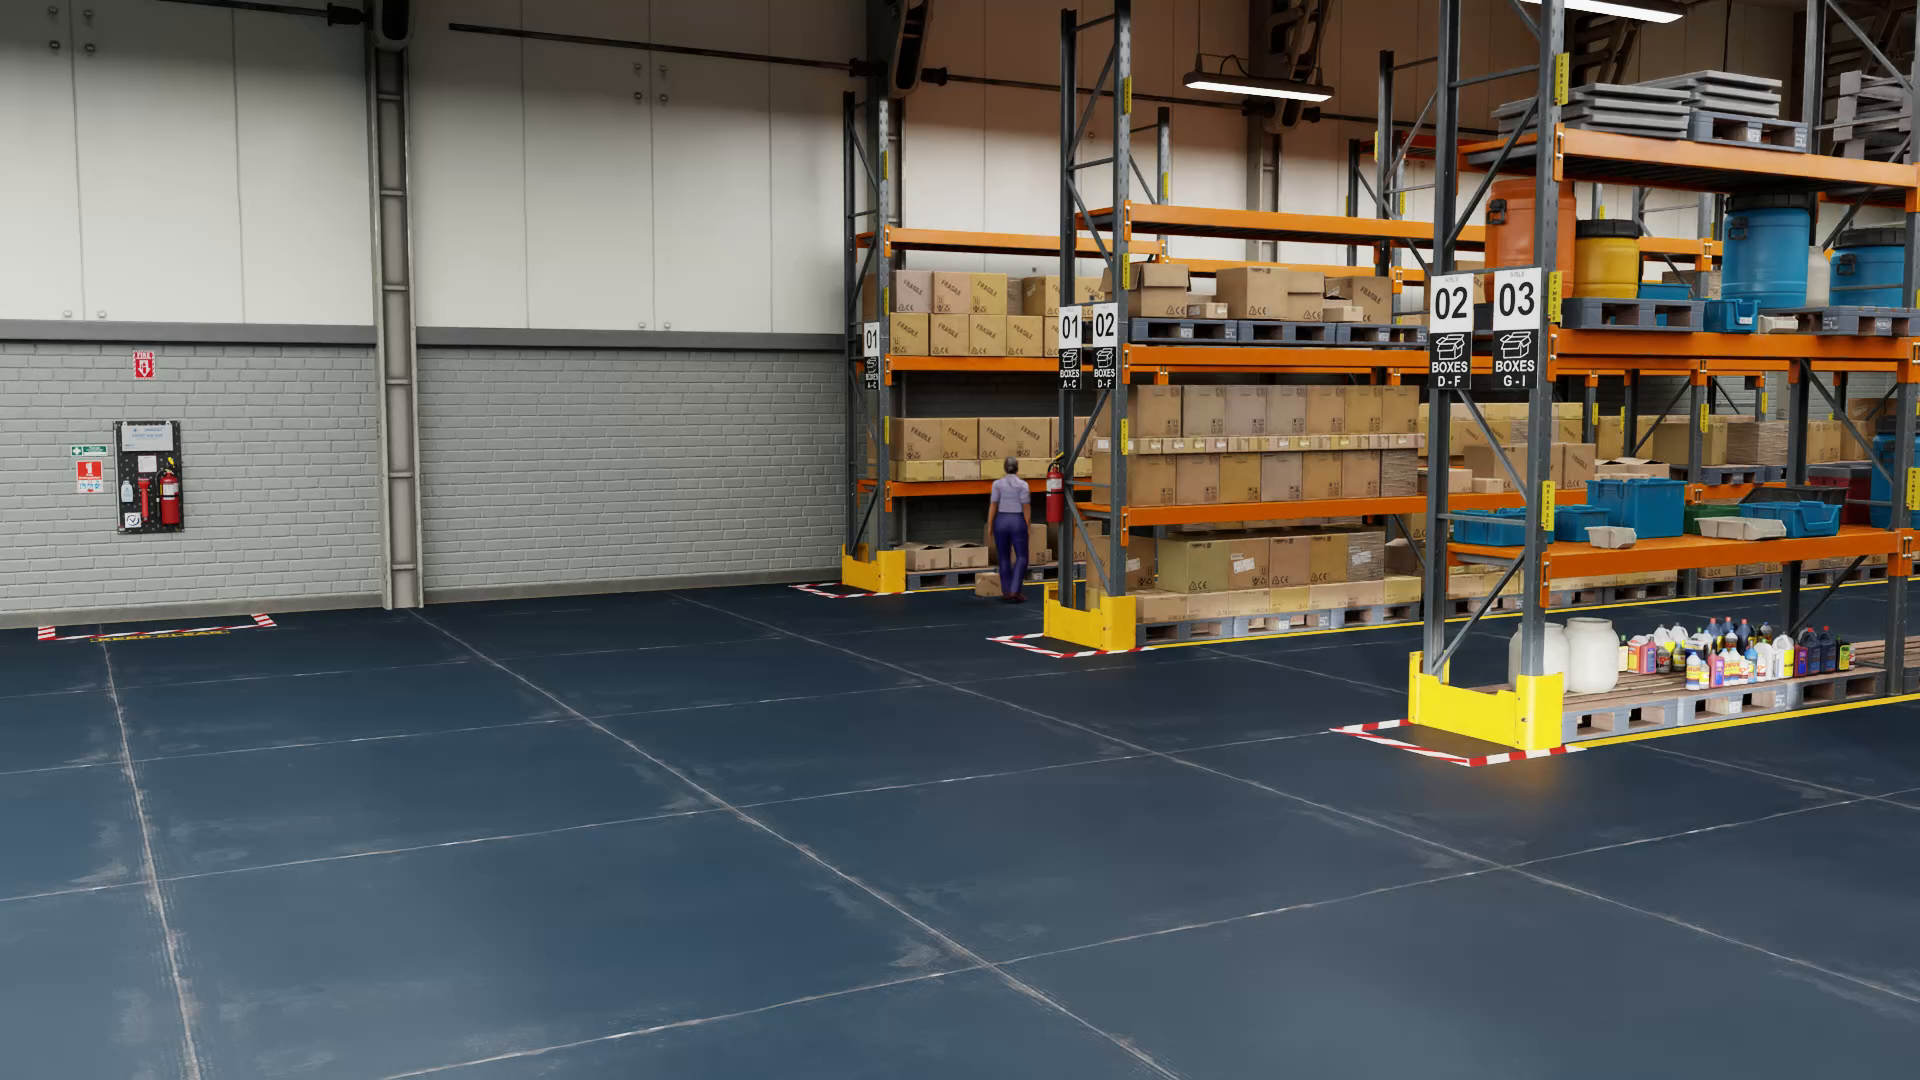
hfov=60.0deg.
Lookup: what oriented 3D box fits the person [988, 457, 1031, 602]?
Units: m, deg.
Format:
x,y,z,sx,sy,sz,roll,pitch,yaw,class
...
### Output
x,y,z,sx,sy,sz,roll,pitch,yaw,class
0.570,-0.130,18.951,0.494,1.638,0.577,1,5,12,person
